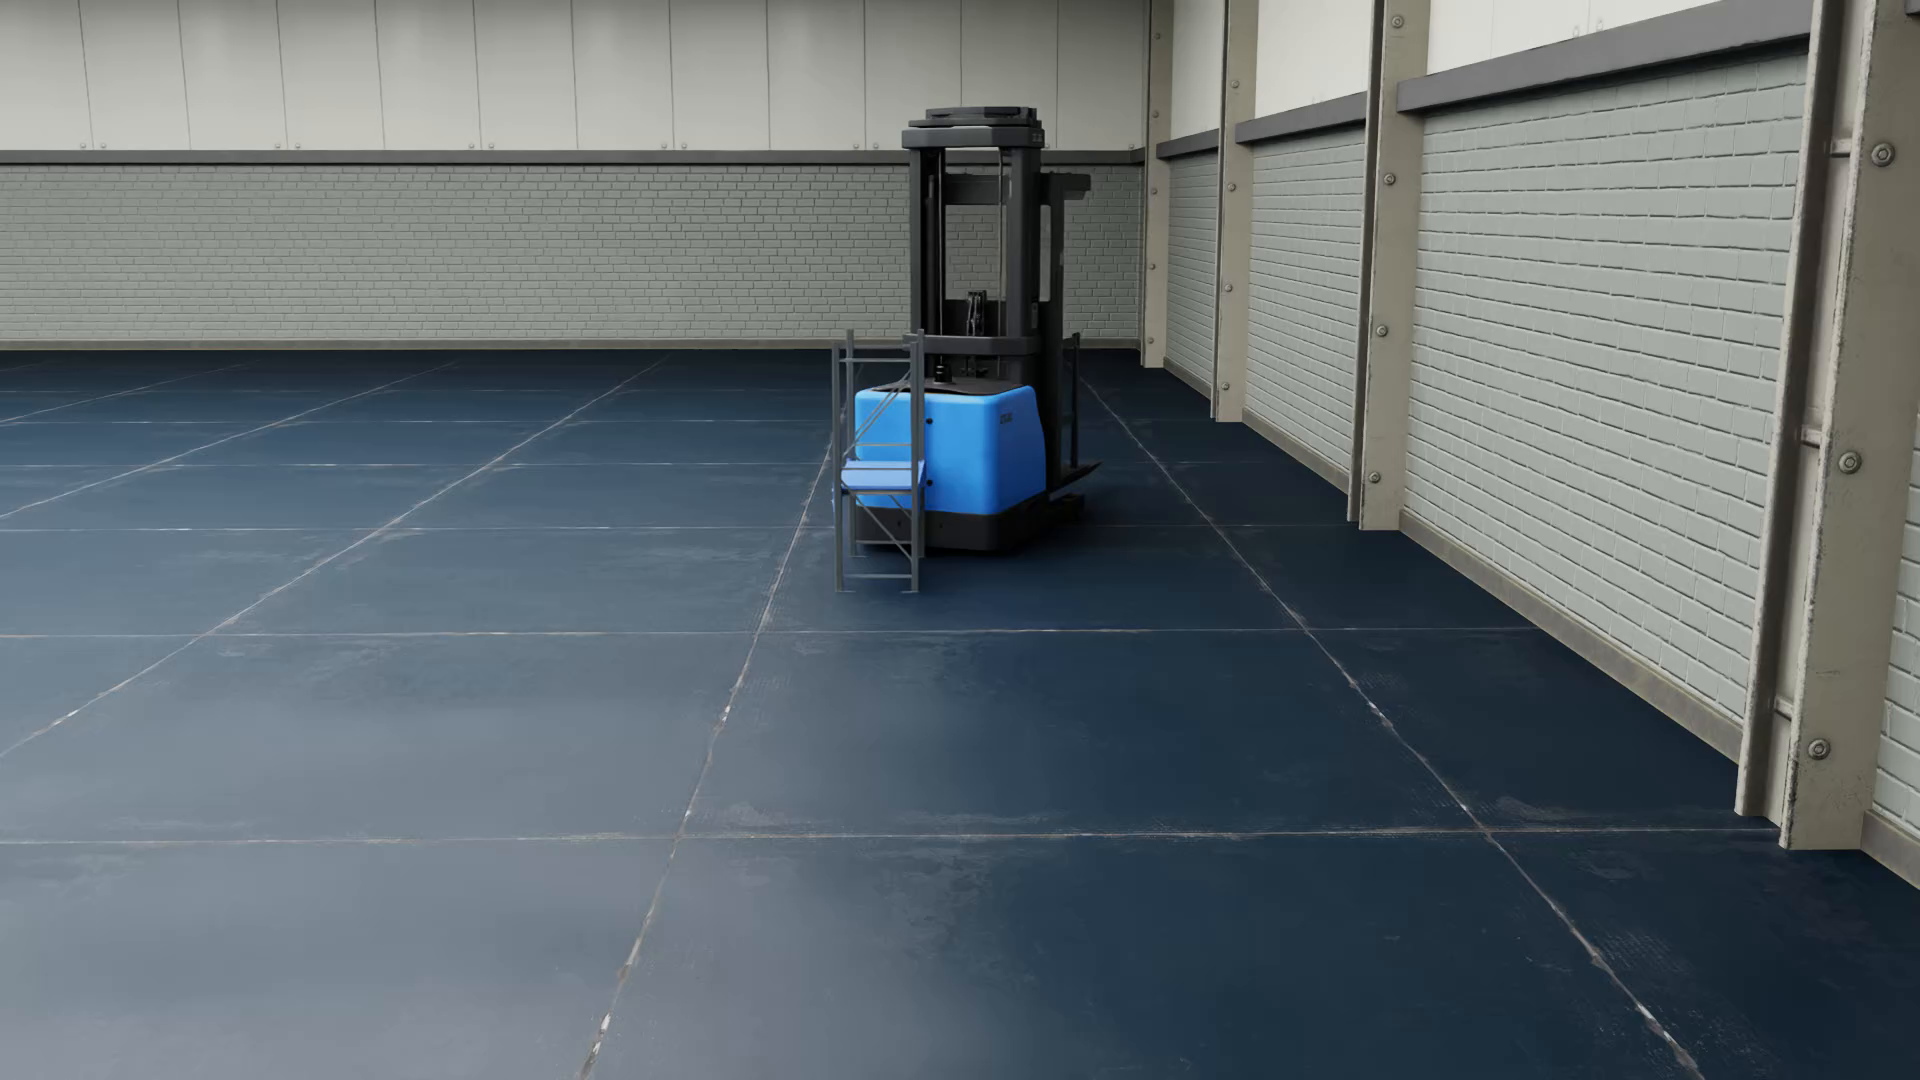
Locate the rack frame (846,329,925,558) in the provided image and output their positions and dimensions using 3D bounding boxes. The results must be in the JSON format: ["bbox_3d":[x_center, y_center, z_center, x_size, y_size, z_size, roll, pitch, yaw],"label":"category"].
[{"bbox_3d":[-0.479,-0.617,10.830,0.500,1.500,0.032,0,11,1],"label":"rack frame"}]

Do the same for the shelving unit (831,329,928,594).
[{"bbox_3d":[-0.488,-0.516,10.332,0.538,1.500,1.048,0,11,1],"label":"shelving unit"}]

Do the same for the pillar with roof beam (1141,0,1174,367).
[{"bbox_3d":[-1.533,-6.888,22.880,9.100,9.000,0.400,0,11,-1],"label":"pillar with roof beam"}]

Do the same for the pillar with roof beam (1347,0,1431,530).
[{"bbox_3d":[-1.285,-4.503,11.122,9.100,9.000,0.400,0,11,-1],"label":"pillar with roof beam"}]

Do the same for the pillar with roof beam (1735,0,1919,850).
[{"bbox_3d":[-1.161,-3.310,5.243,9.100,9.000,0.400,0,11,-1],"label":"pillar with roof beam"}]

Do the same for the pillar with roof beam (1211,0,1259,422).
[{"bbox_3d":[-1.409,-5.696,17.001,9.100,9.000,0.400,0,11,-1],"label":"pillar with roof beam"}]

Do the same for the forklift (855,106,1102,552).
[{"bbox_3d":[0.295,-1.607,12.107,1.130,2.935,3.031,4,12,21],"label":"forklift"}]

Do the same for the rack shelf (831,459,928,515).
[{"bbox_3d":[-0.488,-0.340,10.368,0.538,0.185,1.000,0,11,1],"label":"rack shelf"}]

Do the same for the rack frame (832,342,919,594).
[{"bbox_3d":[-0.496,-0.415,9.834,0.500,1.500,0.032,0,11,1],"label":"rack frame"}]
